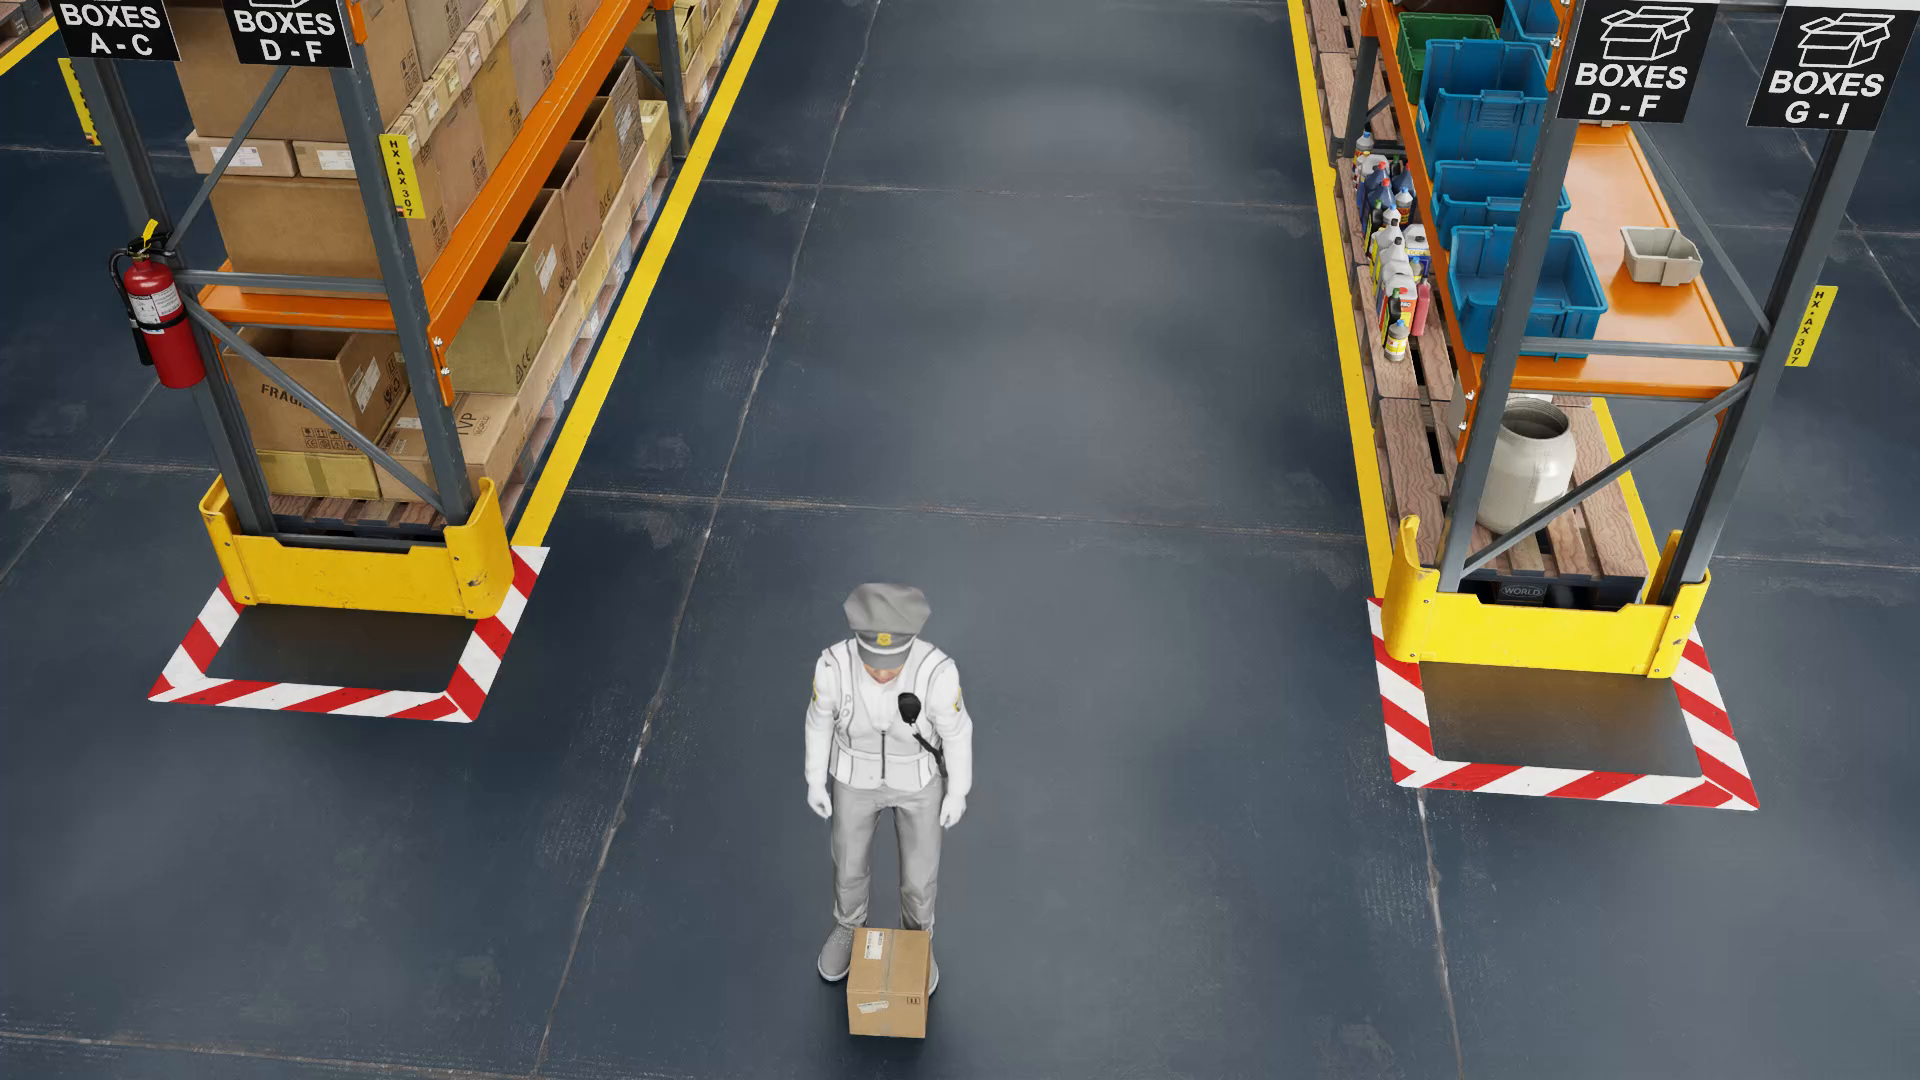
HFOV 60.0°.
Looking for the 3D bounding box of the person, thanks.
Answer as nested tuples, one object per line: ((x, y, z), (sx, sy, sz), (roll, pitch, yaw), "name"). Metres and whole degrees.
((-0.228, 0.784, 5.230), (0.525, 1.663, 0.410), (3, 40, 3), "person")
